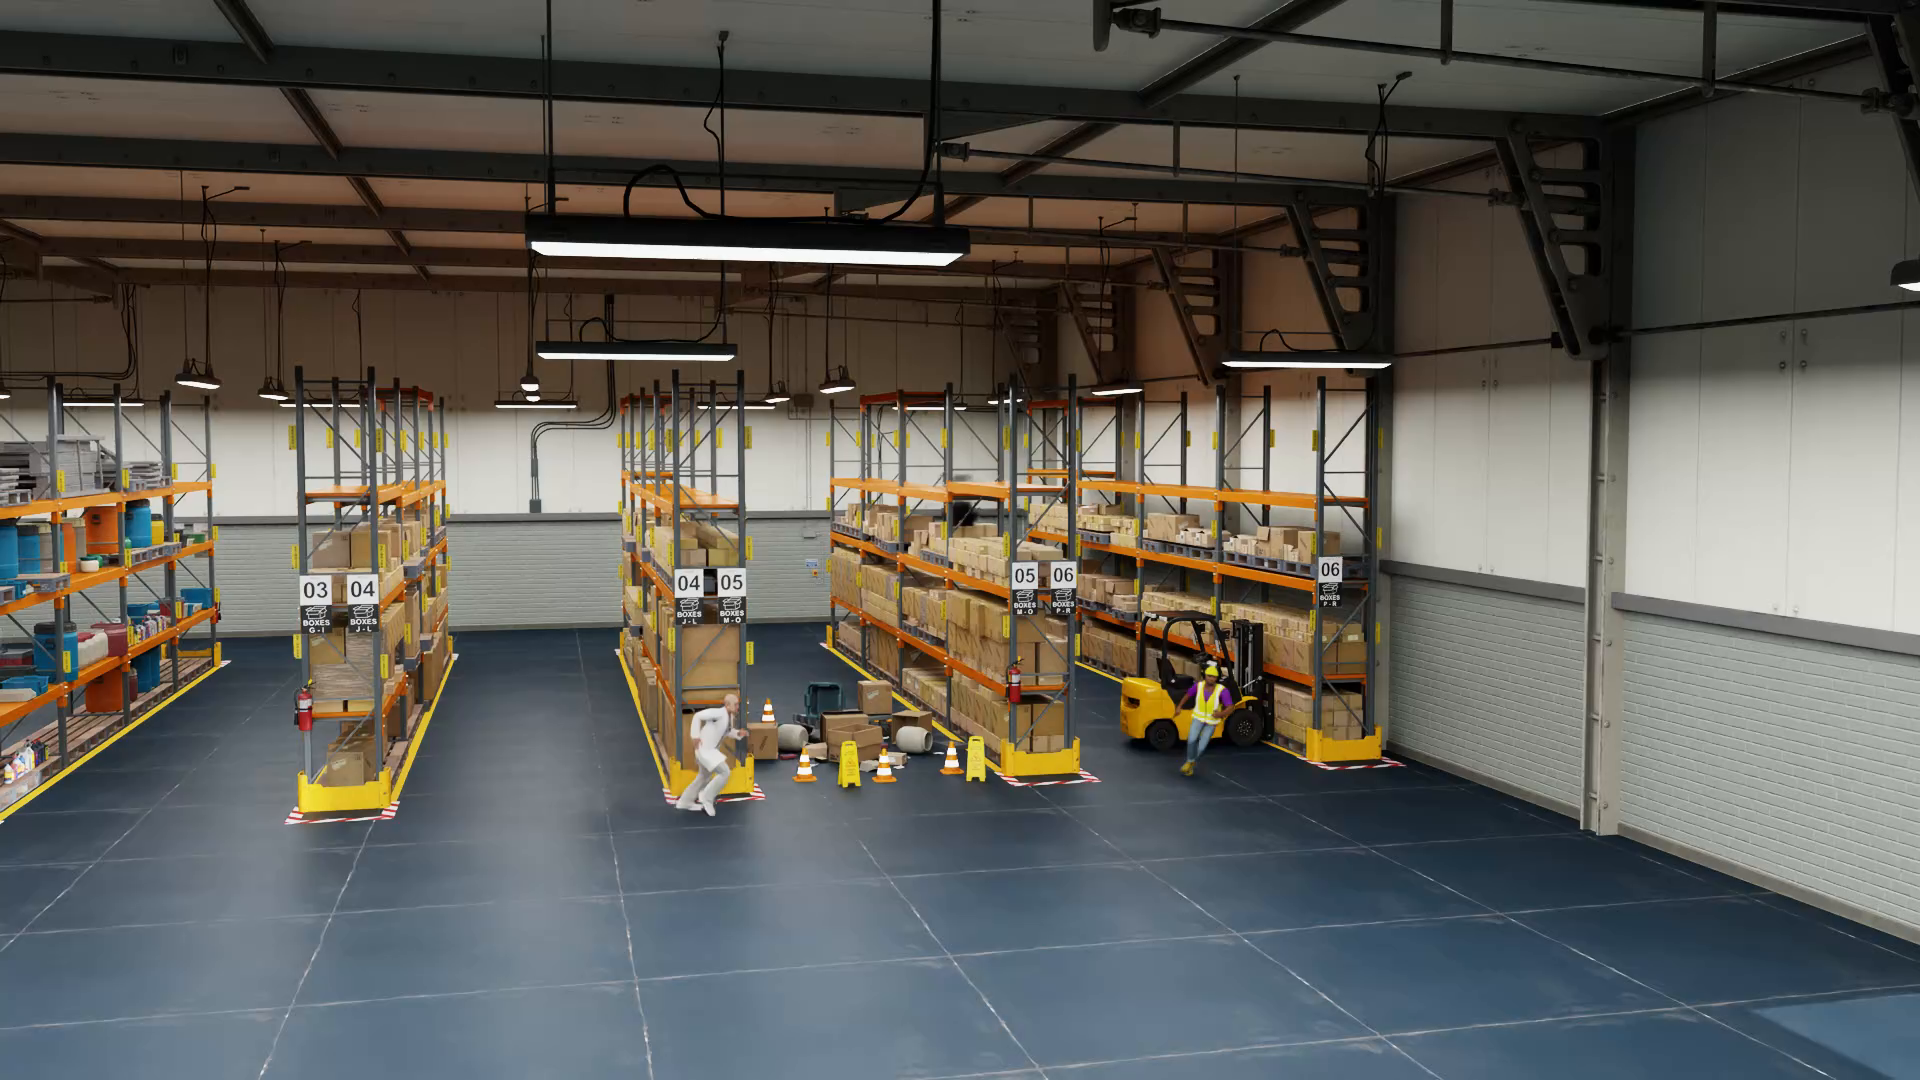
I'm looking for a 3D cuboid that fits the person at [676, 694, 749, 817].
[{"bbox_3d":[-3.326,2.870,22.145,1.028,1.660,0.751,1,4,15],"label":"person"}]

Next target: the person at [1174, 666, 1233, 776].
[{"bbox_3d":[3.621,2.704,24.732,0.873,1.663,0.717,0,3,7],"label":"person"}]
